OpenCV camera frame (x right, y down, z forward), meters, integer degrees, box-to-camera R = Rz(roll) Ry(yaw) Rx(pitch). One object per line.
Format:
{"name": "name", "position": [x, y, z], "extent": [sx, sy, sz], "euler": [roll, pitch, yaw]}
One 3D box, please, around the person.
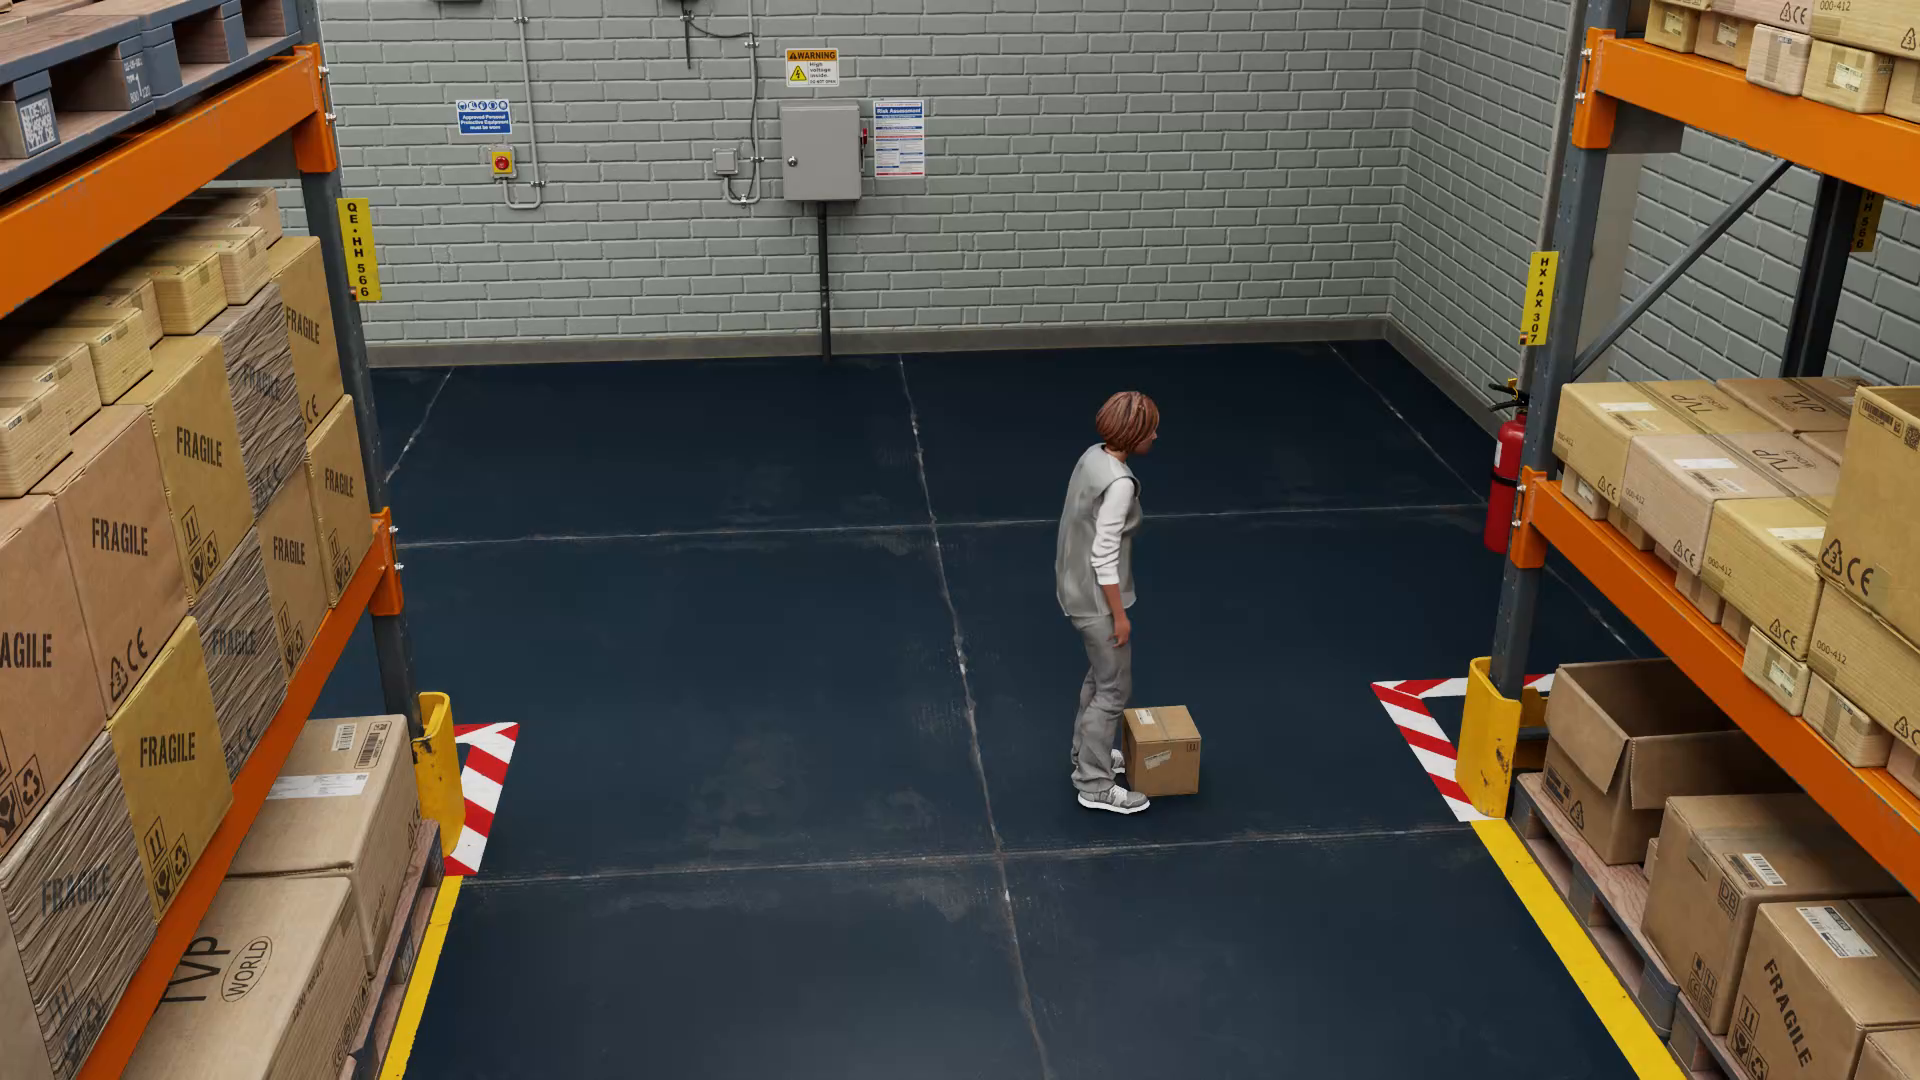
{"name": "person", "position": [0.542, 0.219, 6.127], "extent": [0.369, 1.591, 0.459], "euler": [-2, 24, -5]}
